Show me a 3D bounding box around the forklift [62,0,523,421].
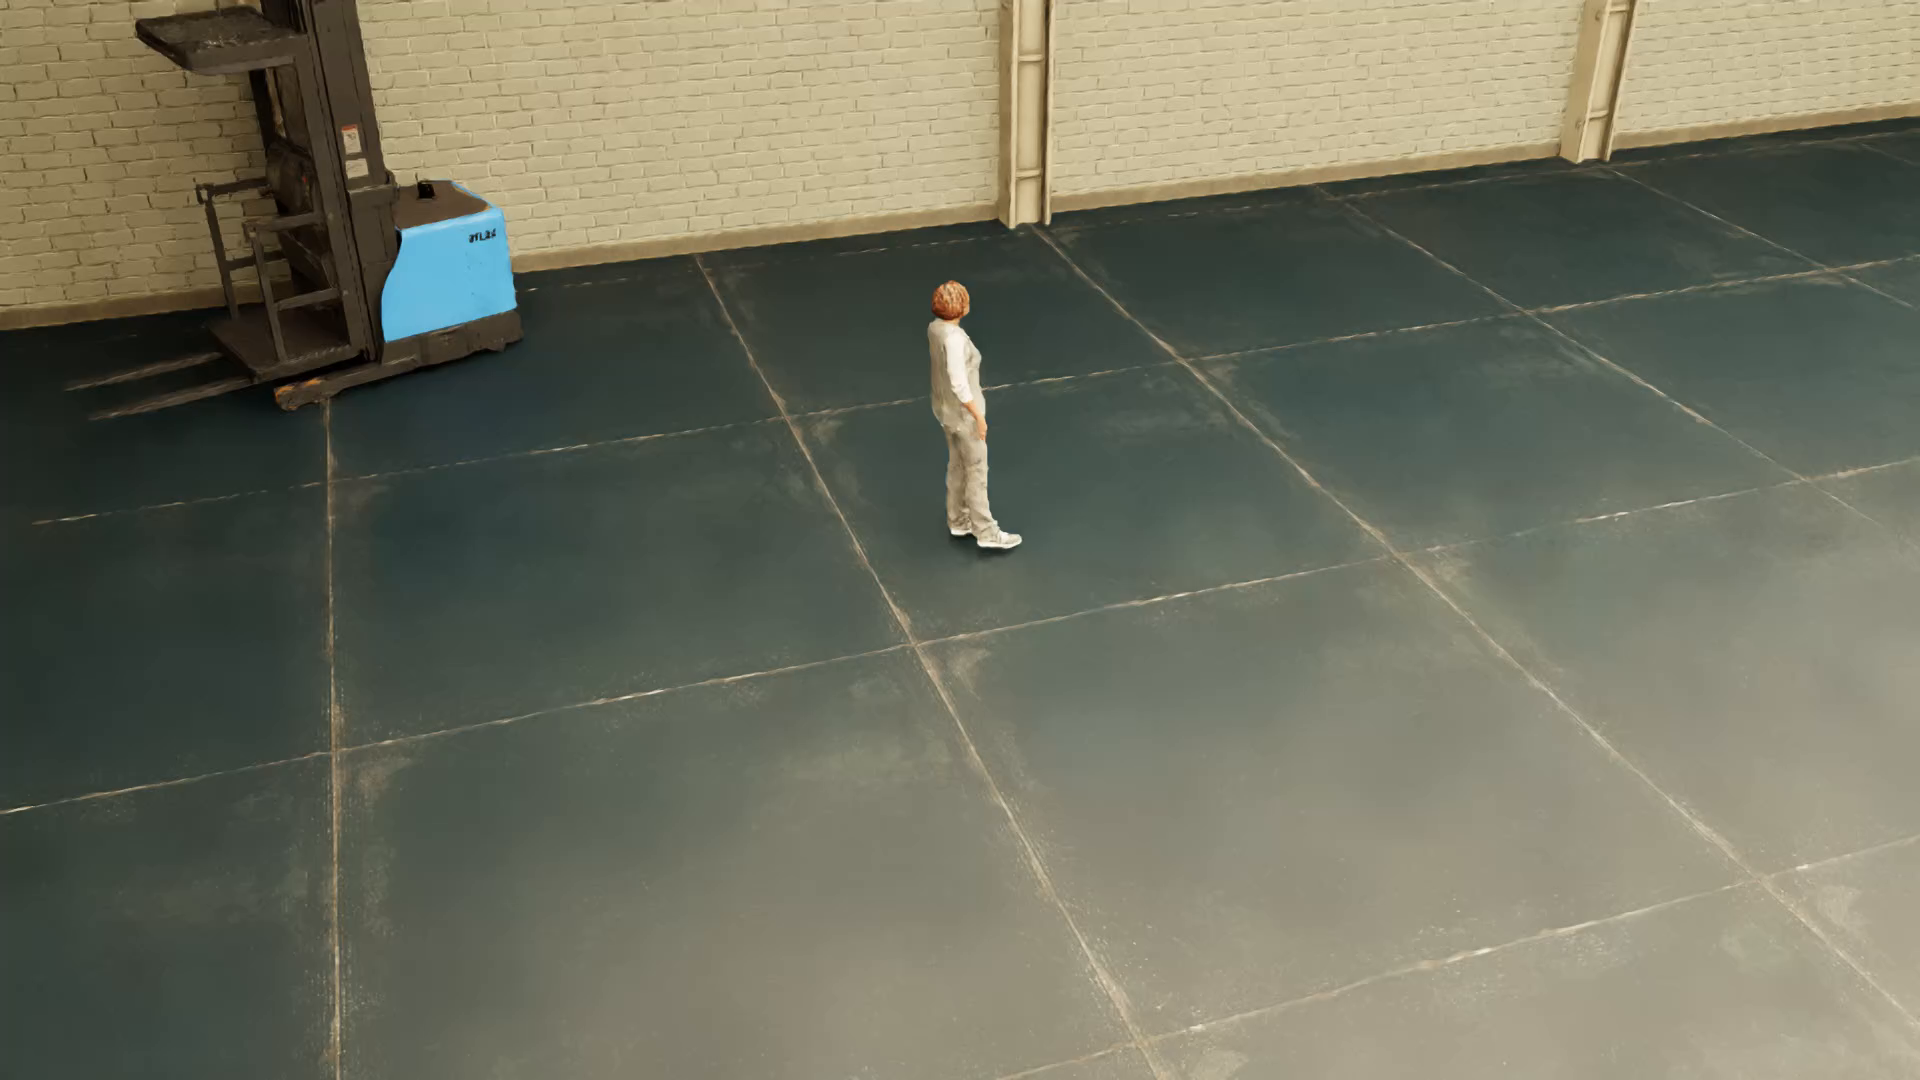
[{"bbox_3d":[-4.768,-2.468,11.377,3.031,2.935,1.130,-22,36,-33],"label":"forklift"}]

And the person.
[{"bbox_3d":[0.074,-0.738,9.613,0.476,1.596,0.521,-10,31,-16],"label":"person"}]
